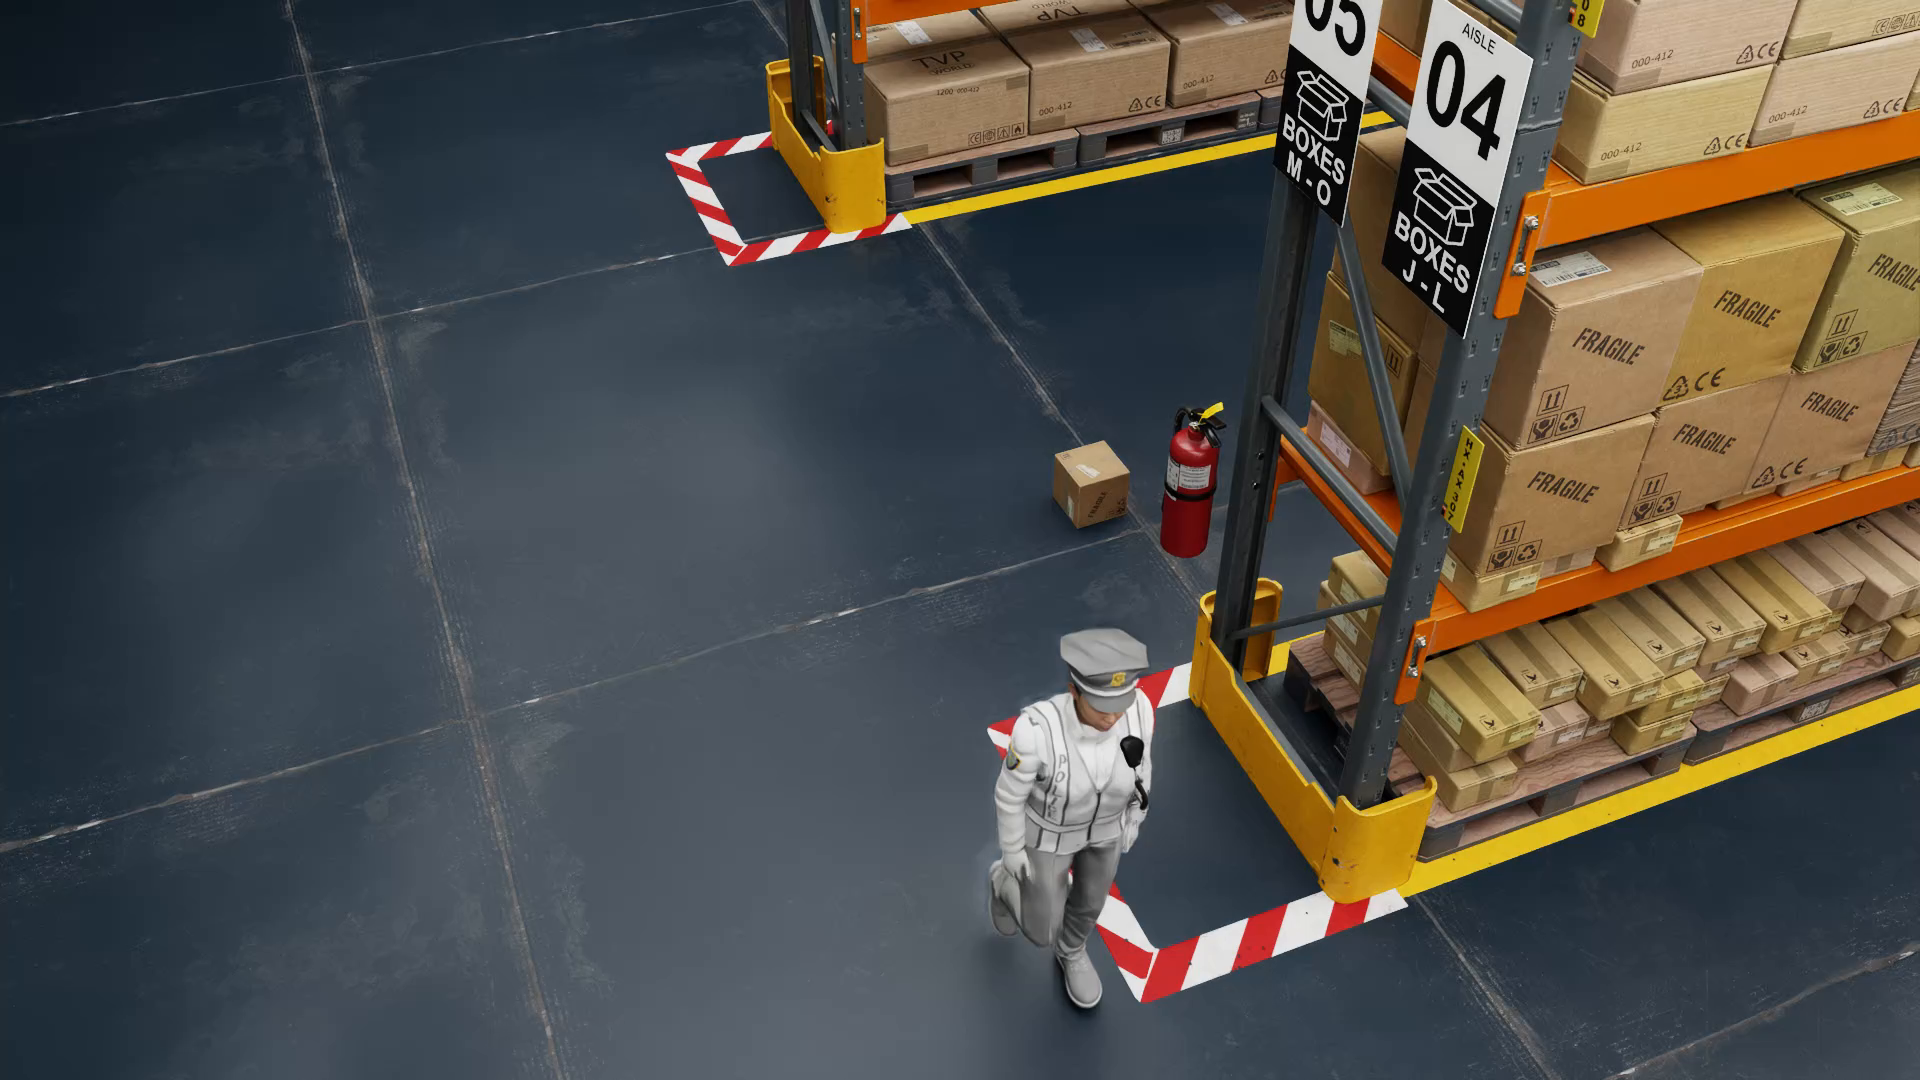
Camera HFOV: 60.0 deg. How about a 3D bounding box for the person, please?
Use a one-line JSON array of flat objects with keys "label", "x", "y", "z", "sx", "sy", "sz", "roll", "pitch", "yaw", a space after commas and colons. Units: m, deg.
[{"label": "person", "x": 0.321, "y": 0.838, "z": 5.181, "sx": 0.505, "sy": 1.668, "sz": 0.531, "roll": -15, "pitch": 44, "yaw": -16}]
